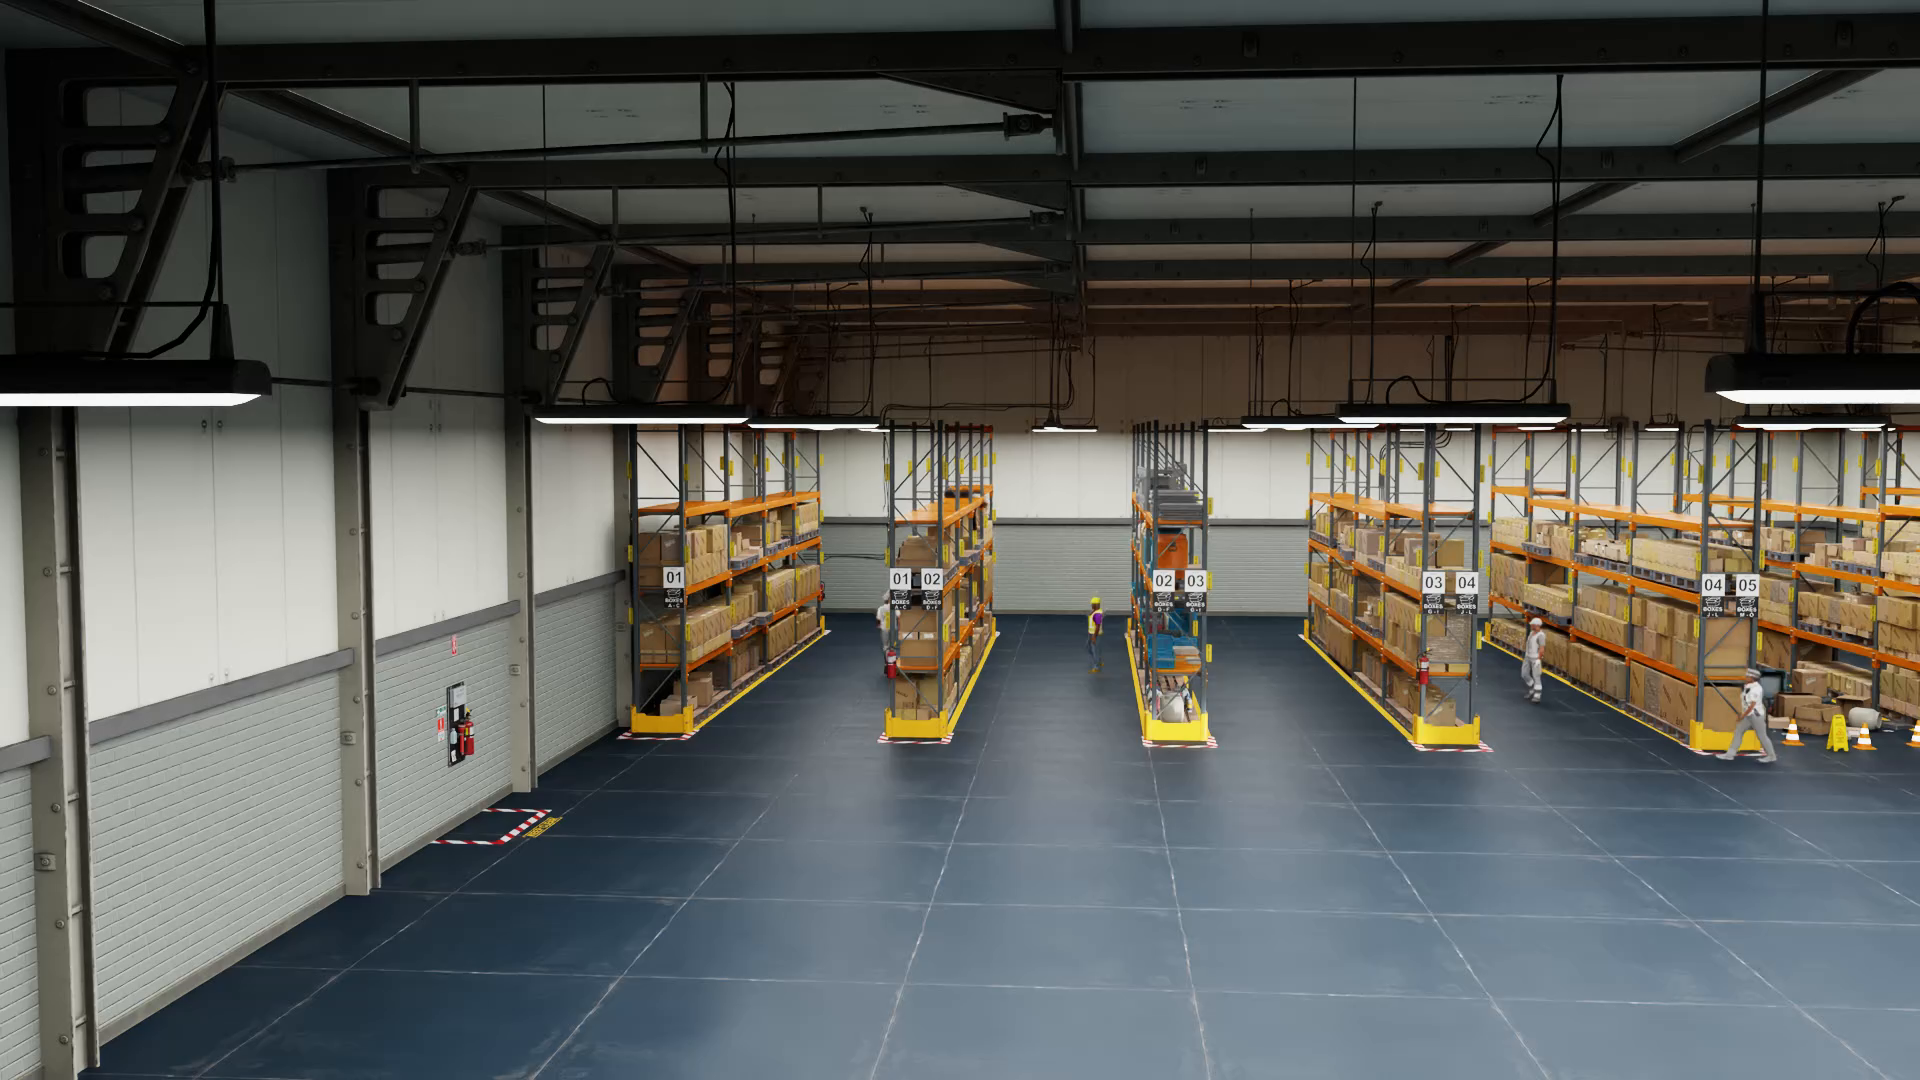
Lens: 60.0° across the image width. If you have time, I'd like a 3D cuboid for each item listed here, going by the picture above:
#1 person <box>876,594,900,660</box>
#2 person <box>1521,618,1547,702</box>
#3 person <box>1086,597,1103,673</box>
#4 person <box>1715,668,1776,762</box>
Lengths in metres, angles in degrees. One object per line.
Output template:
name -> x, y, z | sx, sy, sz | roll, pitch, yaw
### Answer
person -> -1.771, 2.211, 40.303 | 0.598, 1.851, 0.654 | -2, 4, -30
person -> 12.336, 2.567, 35.741 | 0.435, 1.800, 0.633 | -1, 4, -19
person -> 3.195, 2.227, 39.152 | 0.454, 1.771, 0.656 | -1, 4, -9
person -> 13.736, 3.049, 28.967 | 0.950, 1.637, 0.467 | 0, 4, -2
